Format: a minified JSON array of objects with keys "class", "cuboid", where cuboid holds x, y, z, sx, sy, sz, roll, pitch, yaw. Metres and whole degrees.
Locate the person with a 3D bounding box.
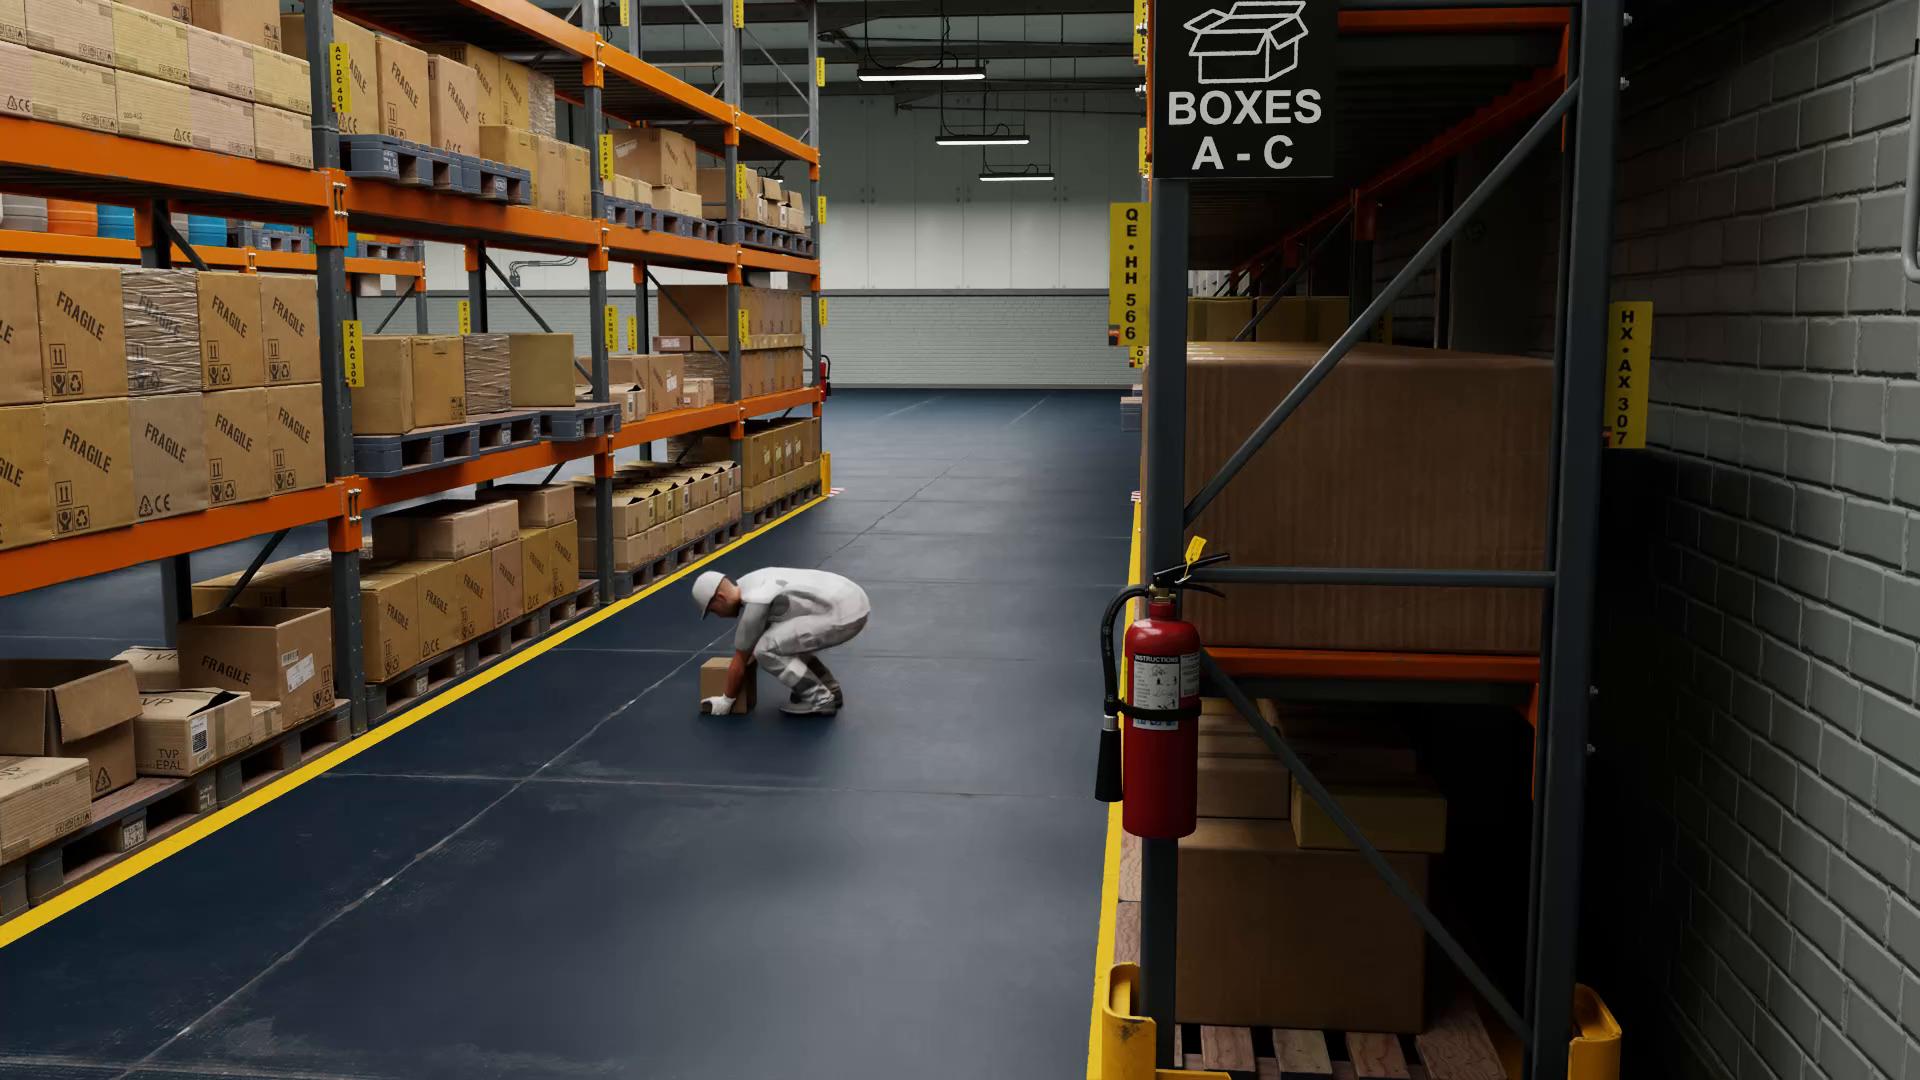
[{"class":"person","cuboid":[-0.964,0.549,9.009,0.958,0.799,0.524,1,8,5]}]
